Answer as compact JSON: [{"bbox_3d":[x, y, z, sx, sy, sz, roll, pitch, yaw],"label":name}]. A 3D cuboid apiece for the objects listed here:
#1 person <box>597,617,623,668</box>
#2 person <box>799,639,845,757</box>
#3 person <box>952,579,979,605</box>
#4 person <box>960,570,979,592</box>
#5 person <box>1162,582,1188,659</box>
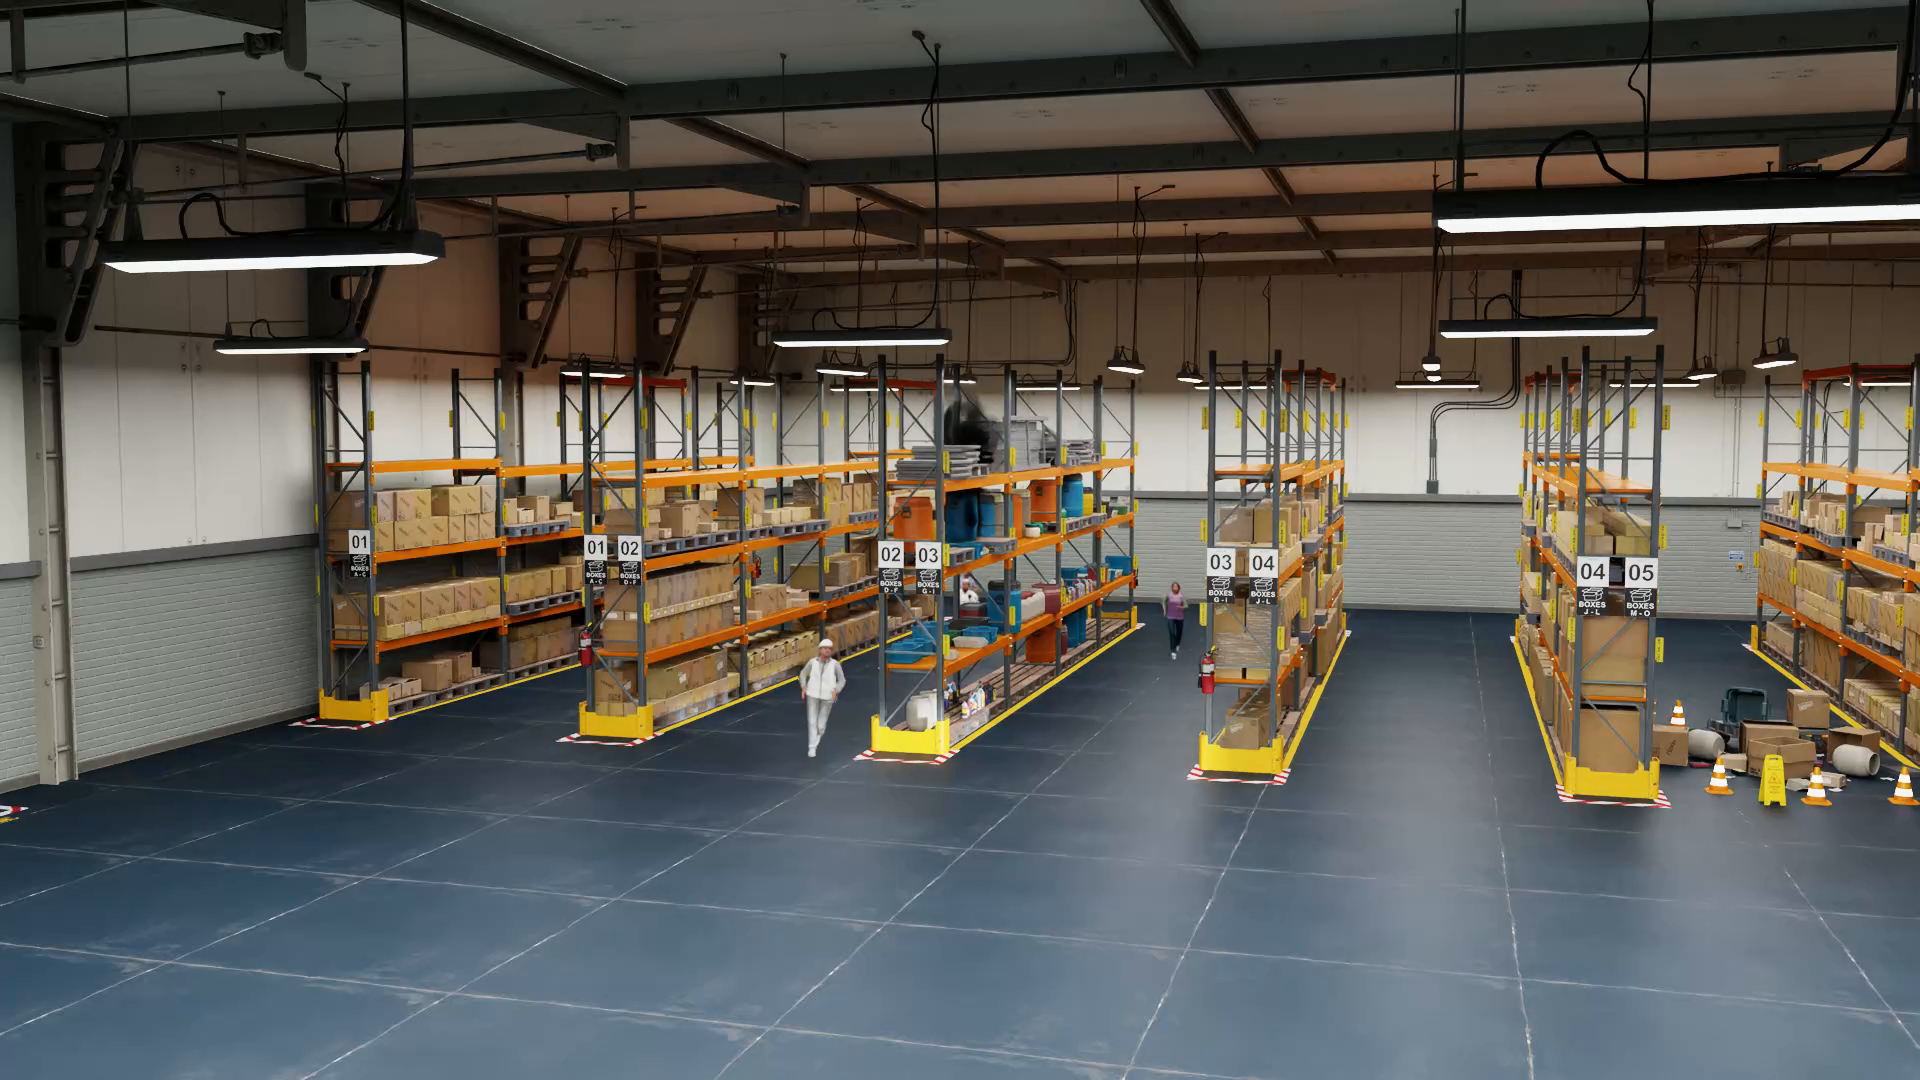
[{"bbox_3d":[-6.402,1.935,30.797,0.674,1.721,0.569,1,4,13],"label":"person"},{"bbox_3d":[-2.078,2.358,25.081,0.703,1.741,0.658,0,4,-3],"label":"person"},{"bbox_3d":[0.115,1.645,35.642,0.615,1.624,0.727,1,4,13],"label":"person"},{"bbox_3d":[0.151,1.444,38.333,0.583,1.708,0.774,0,4,2],"label":"person"},{"bbox_3d":[4.544,1.670,35.136,0.537,1.574,0.873,0,4,3],"label":"person"}]
